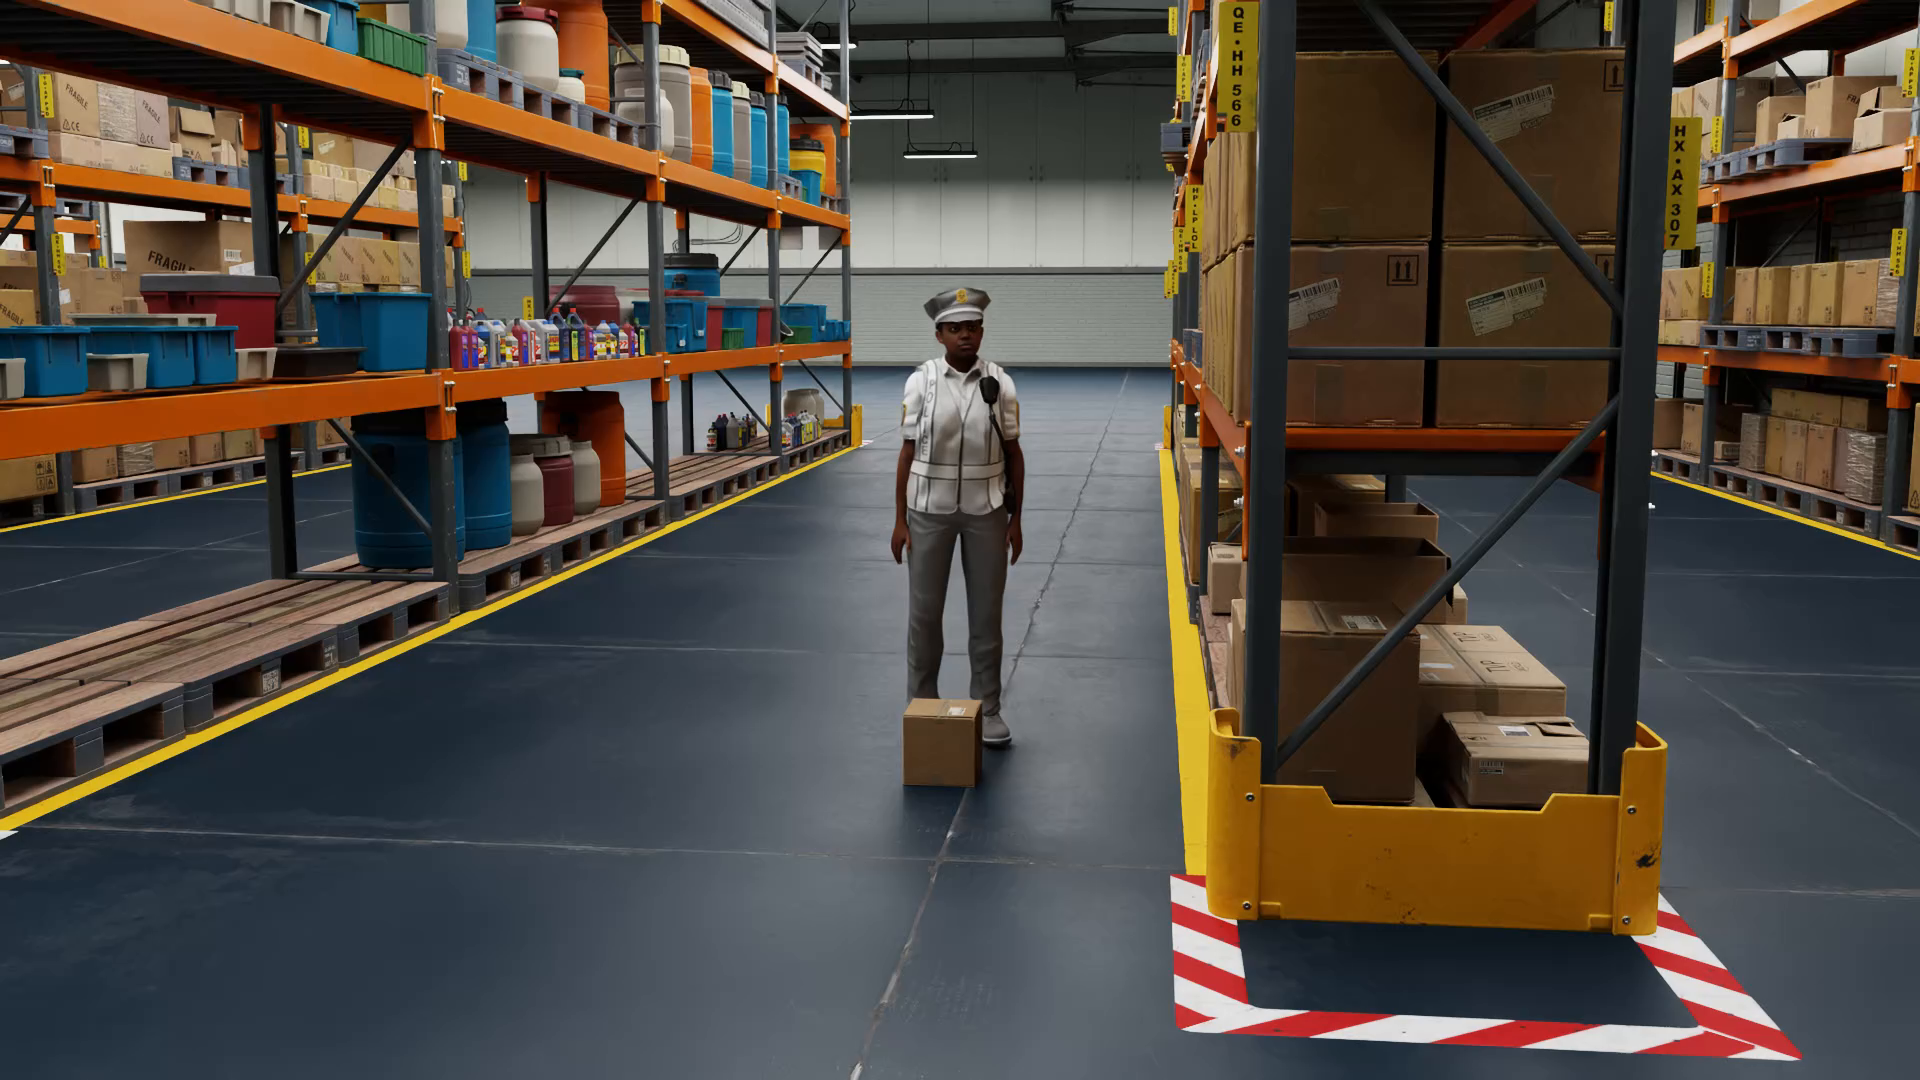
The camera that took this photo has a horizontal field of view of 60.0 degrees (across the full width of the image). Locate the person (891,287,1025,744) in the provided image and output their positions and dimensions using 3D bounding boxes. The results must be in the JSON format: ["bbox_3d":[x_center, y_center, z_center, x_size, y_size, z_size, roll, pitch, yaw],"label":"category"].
[{"bbox_3d":[-0.009,-0.086,6.182,0.499,1.692,0.346,0,8,-1],"label":"person"}]
